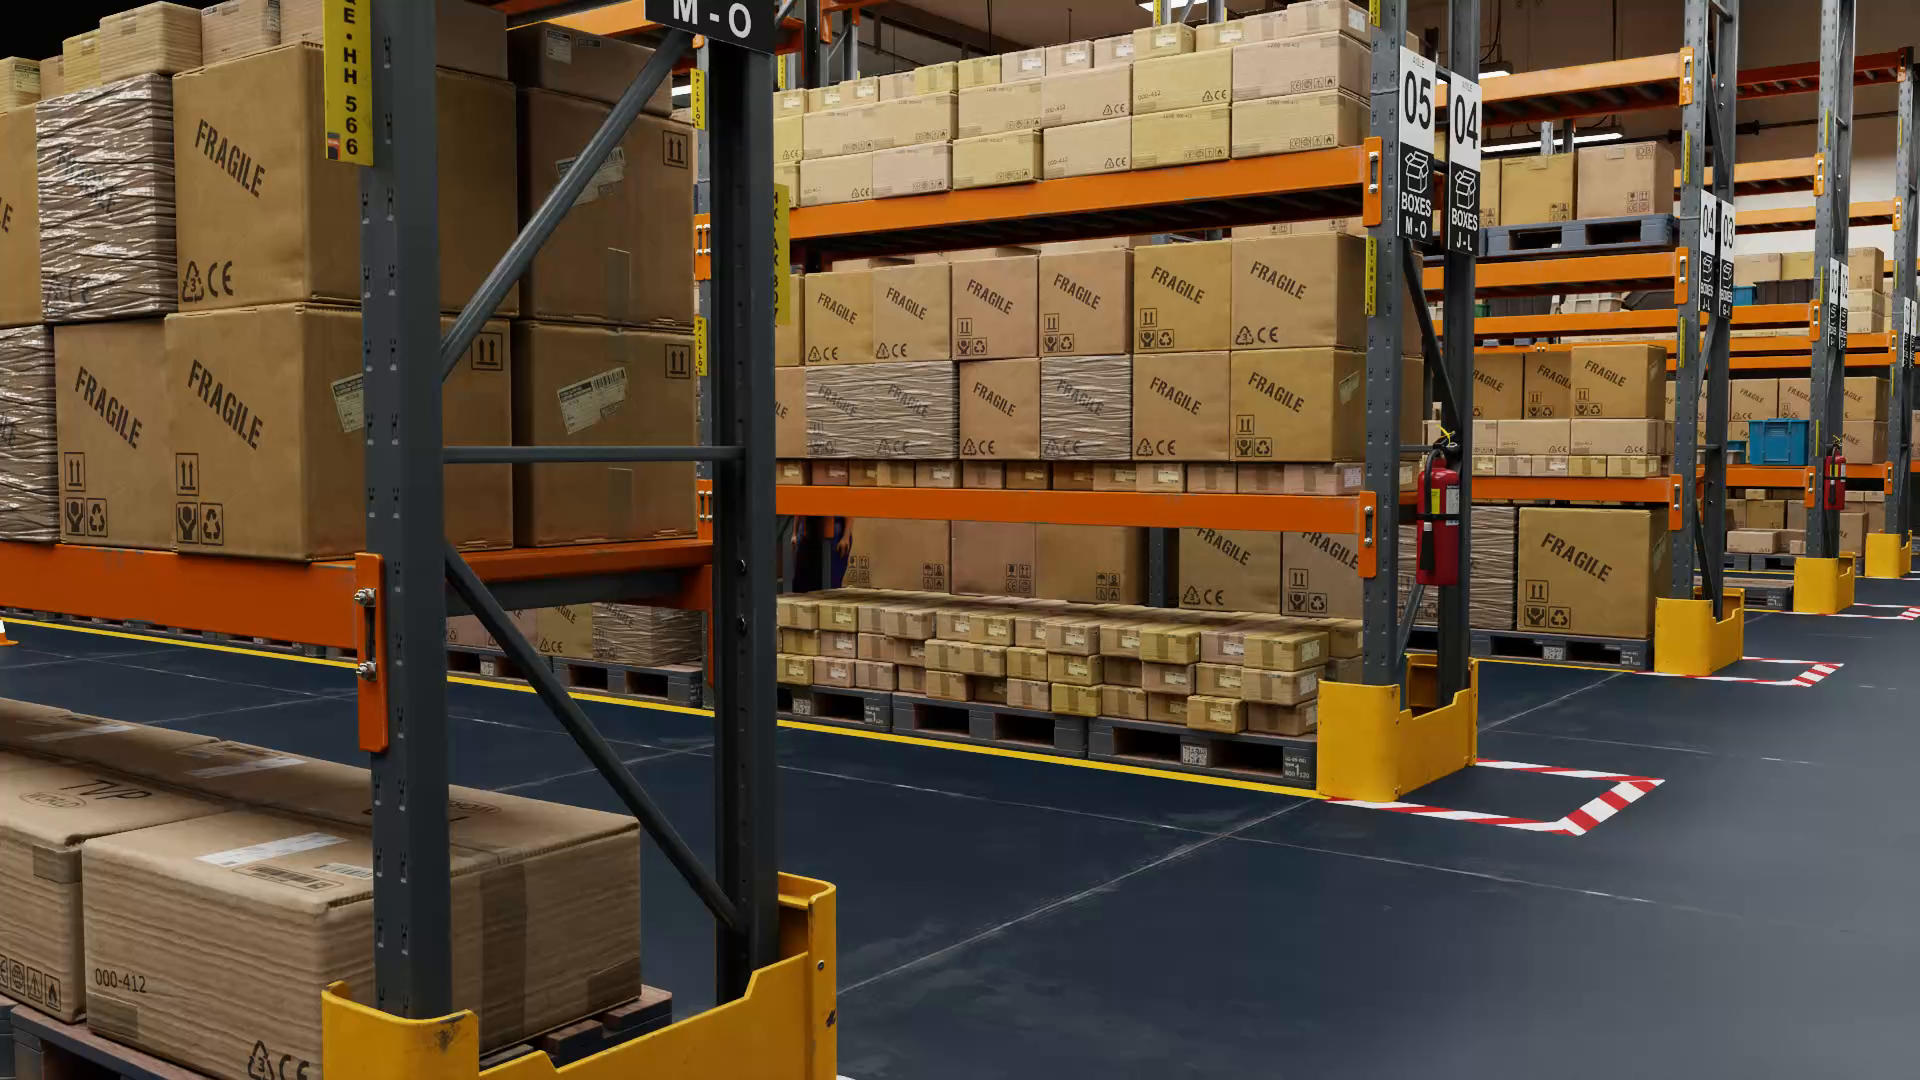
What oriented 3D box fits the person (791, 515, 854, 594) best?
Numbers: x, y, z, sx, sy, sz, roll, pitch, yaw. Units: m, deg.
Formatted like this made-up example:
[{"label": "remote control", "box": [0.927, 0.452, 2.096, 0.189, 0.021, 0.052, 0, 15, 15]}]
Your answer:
[{"label": "person", "box": [-1.035, -0.005, 12.326, 0.553, 1.650, 0.374, 2, 4, 33]}]
